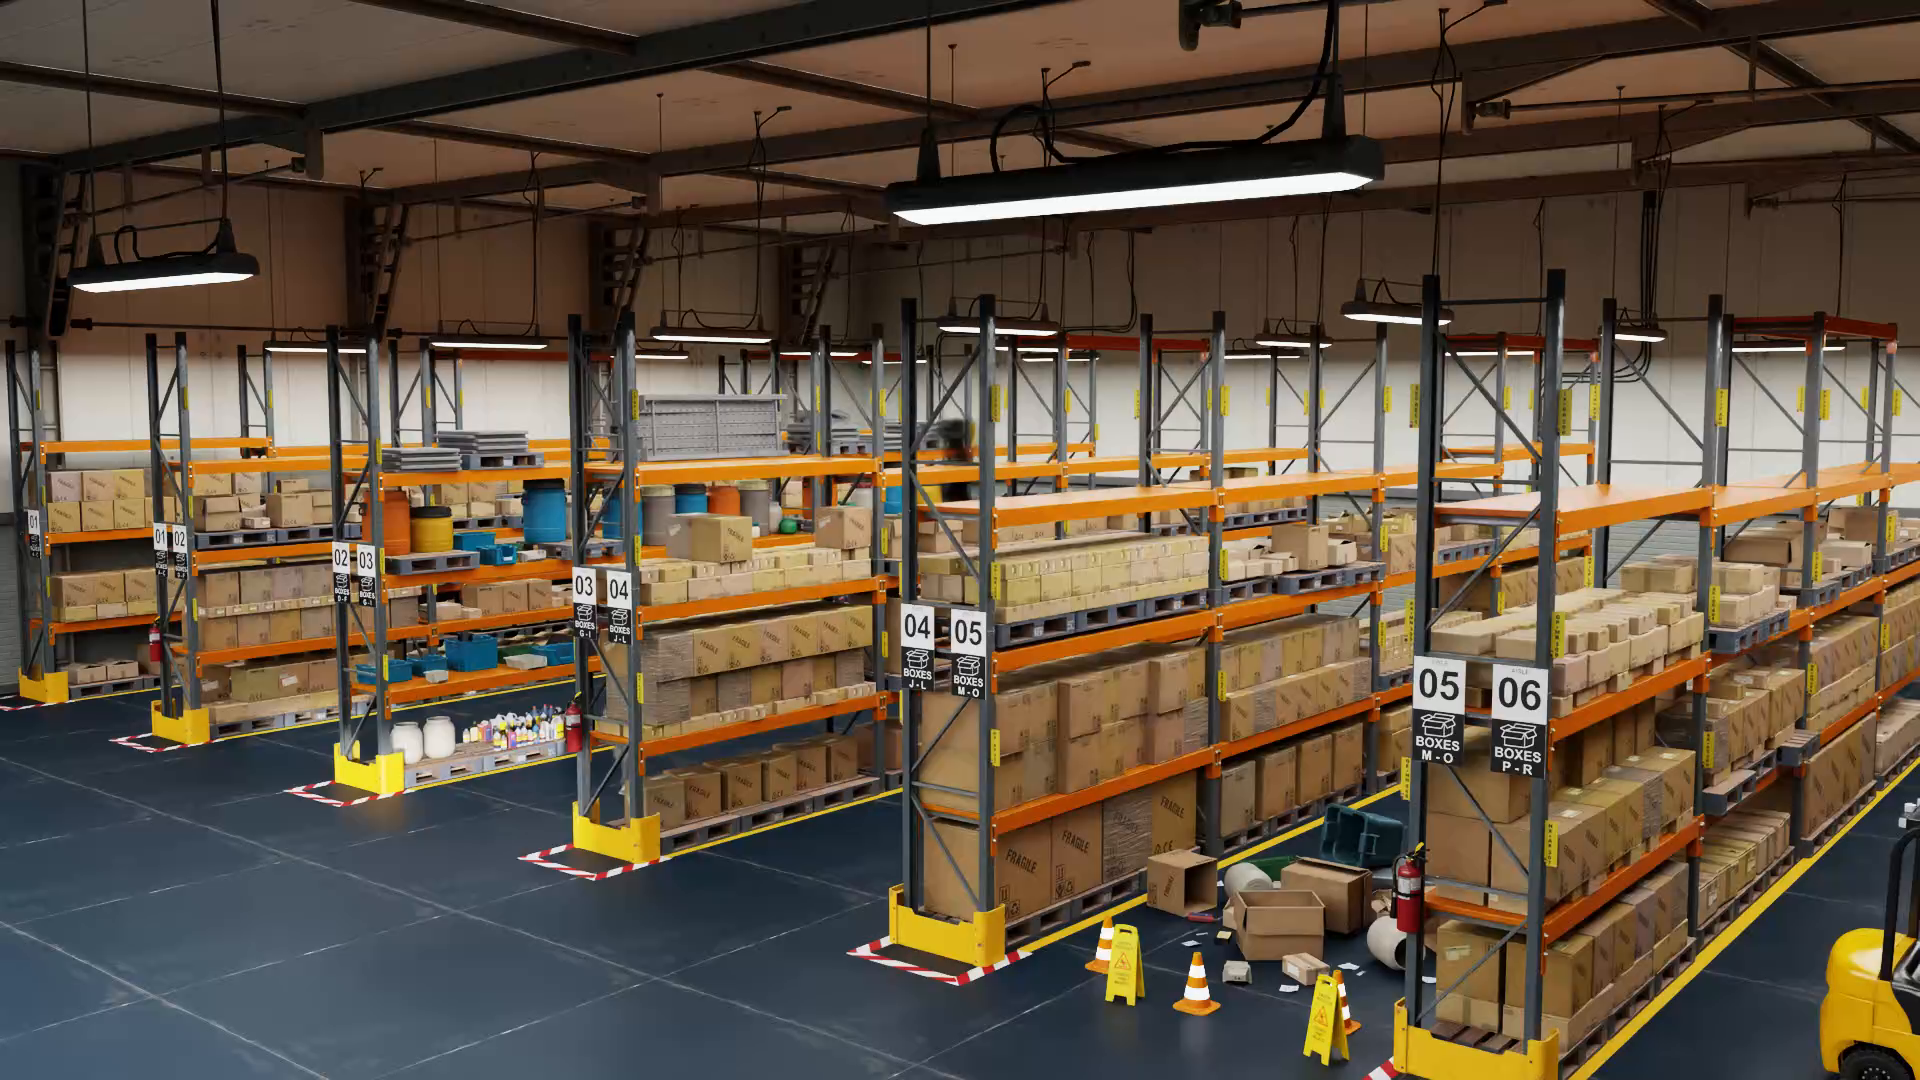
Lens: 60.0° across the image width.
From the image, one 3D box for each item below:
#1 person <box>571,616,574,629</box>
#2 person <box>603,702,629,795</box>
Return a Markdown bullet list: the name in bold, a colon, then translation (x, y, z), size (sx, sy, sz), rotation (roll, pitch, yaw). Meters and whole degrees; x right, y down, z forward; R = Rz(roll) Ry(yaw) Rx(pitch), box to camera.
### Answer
- **person**: translation (-7.468, 1.366, 32.950), size (0.632, 1.679, 0.631), rotation (4, 7, 40)
- **person**: translation (-4.309, 2.481, 21.424), size (0.539, 1.548, 0.685), rotation (1, 5, 11)
